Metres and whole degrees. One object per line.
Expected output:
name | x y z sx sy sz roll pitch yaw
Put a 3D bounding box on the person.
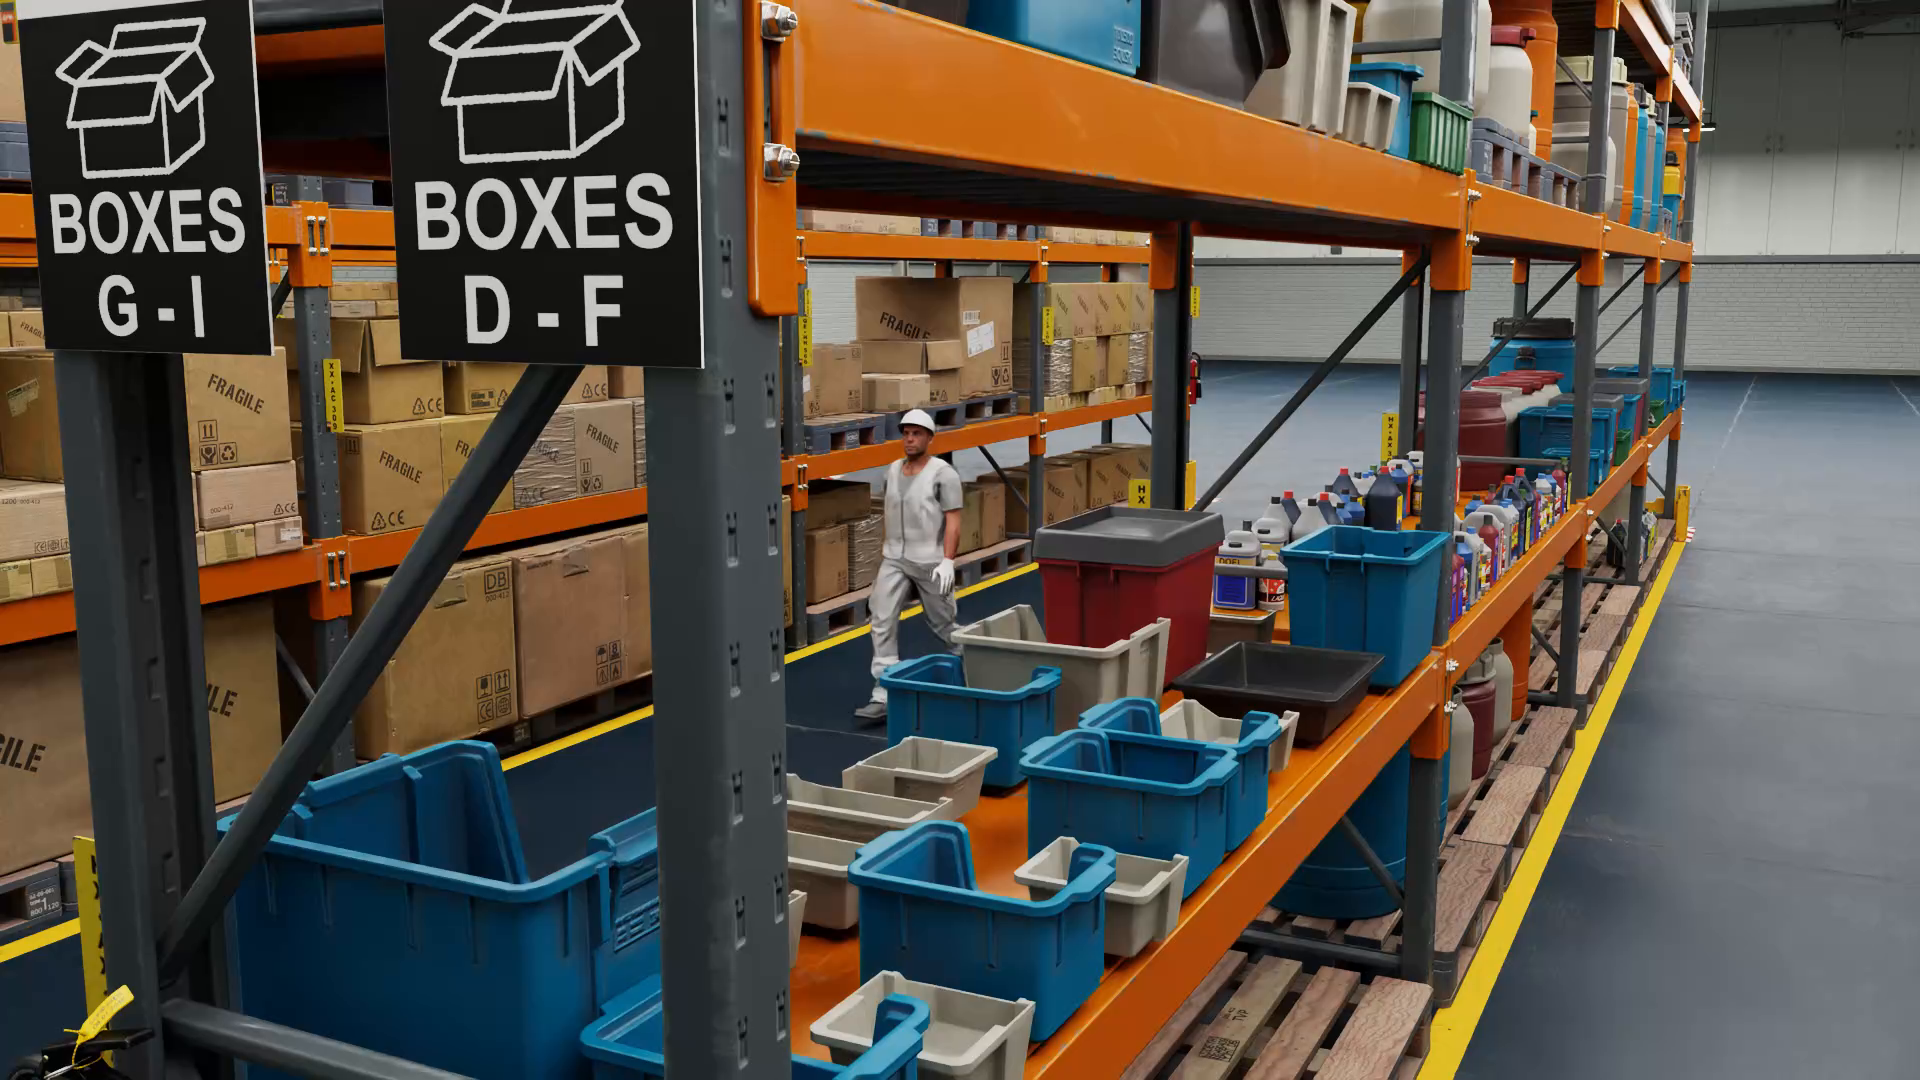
person | -0.235 0.125 9.533 0.584 1.744 1.050 5 10 27
